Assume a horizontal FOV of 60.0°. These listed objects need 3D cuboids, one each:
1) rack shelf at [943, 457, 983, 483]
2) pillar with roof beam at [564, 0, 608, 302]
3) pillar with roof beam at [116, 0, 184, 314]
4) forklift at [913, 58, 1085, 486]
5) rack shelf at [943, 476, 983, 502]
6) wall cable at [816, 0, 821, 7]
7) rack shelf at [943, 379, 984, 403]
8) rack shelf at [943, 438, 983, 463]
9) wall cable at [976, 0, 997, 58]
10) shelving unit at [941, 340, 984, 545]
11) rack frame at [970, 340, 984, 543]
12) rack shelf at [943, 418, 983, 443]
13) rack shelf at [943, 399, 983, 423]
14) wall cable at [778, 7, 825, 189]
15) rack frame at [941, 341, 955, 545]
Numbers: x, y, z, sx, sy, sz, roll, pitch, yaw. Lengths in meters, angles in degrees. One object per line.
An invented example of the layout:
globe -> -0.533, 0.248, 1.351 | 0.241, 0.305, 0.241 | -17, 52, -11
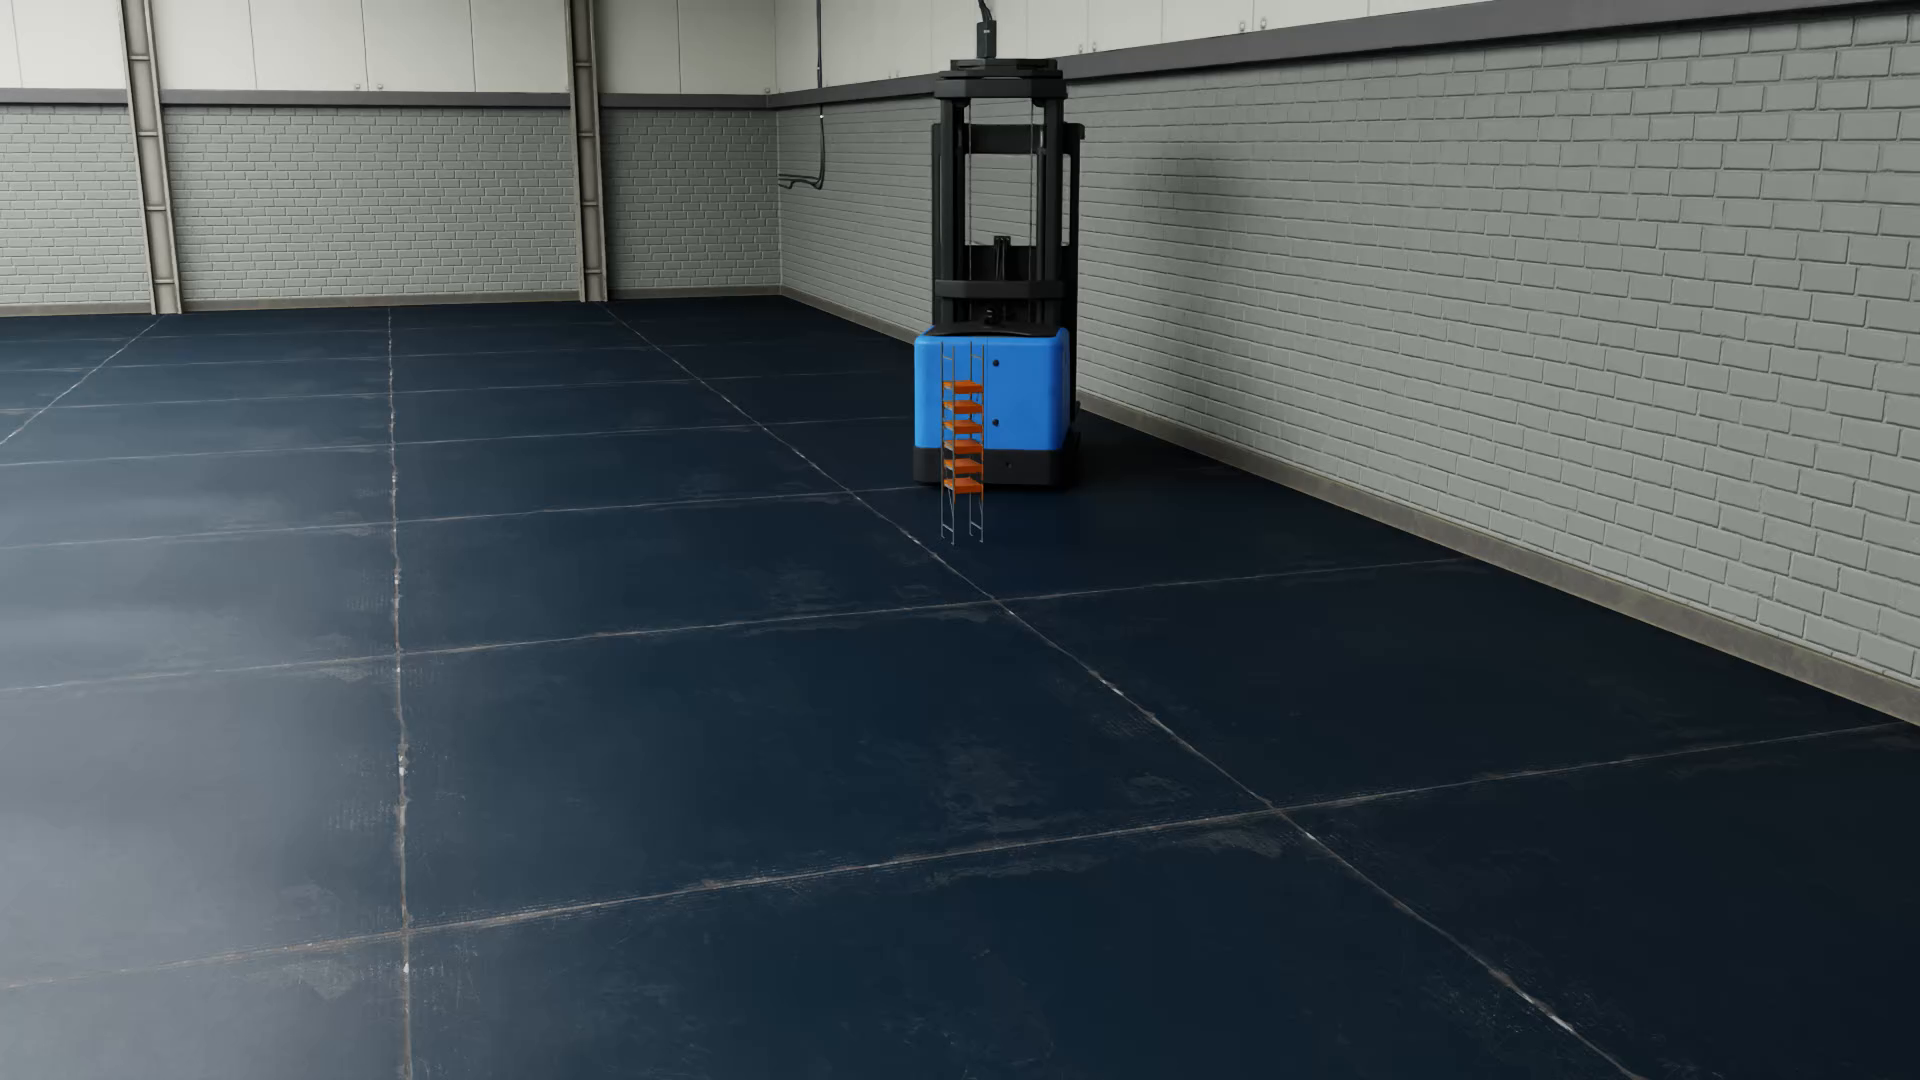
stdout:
rack shelf -> 0.014, -0.425, 10.046 | 0.180, 0.103, 0.258 | -4, 14, -18
pillar with roof beam -> -4.284, -7.130, 20.674 | 0.400, 9.000, 9.100 | -4, 14, -18
pillar with roof beam -> -9.971, -6.688, 18.812 | 0.400, 9.000, 9.100 | -4, 14, -18
forklift -> 0.363, -2.091, 12.600 | 1.130, 2.935, 3.031 | 2, 13, 7
rack shelf -> 0.014, -0.308, 10.074 | 0.180, 0.103, 0.258 | -4, 14, -18
wall cable -> -1.581, -8.355, 21.618 | 0.112, 2.526, 3.097 | -4, 14, -18
rack shelf -> 0.014, -0.892, 9.935 | 0.180, 0.103, 0.258 | -4, 14, -18
rack shelf -> 0.014, -0.542, 10.019 | 0.180, 0.103, 0.258 | -4, 14, -18
wall cable -> 0.569, -7.573, 15.186 | 0.169, 6.003, 2.305 | -4, 14, -18
shelving unit -> 0.014, -0.585, 10.008 | 0.189, 1.200, 0.258 | -4, 14, -18
rack frame -> 0.100, -0.592, 10.037 | 0.006, 1.200, 0.240 | -4, 14, -18
rack shelf -> 0.014, -0.658, 9.991 | 0.180, 0.103, 0.258 | -4, 14, -18
rack shelf -> 0.014, -0.775, 9.963 | 0.180, 0.103, 0.258 | -4, 14, -18
wall cable -> -2.443, -6.491, 24.697 | 0.112, 2.526, 3.097 | -4, 14, -18
rack frame -> -0.073, -0.578, 9.980 | 0.006, 1.200, 0.240 | -4, 14, -18
